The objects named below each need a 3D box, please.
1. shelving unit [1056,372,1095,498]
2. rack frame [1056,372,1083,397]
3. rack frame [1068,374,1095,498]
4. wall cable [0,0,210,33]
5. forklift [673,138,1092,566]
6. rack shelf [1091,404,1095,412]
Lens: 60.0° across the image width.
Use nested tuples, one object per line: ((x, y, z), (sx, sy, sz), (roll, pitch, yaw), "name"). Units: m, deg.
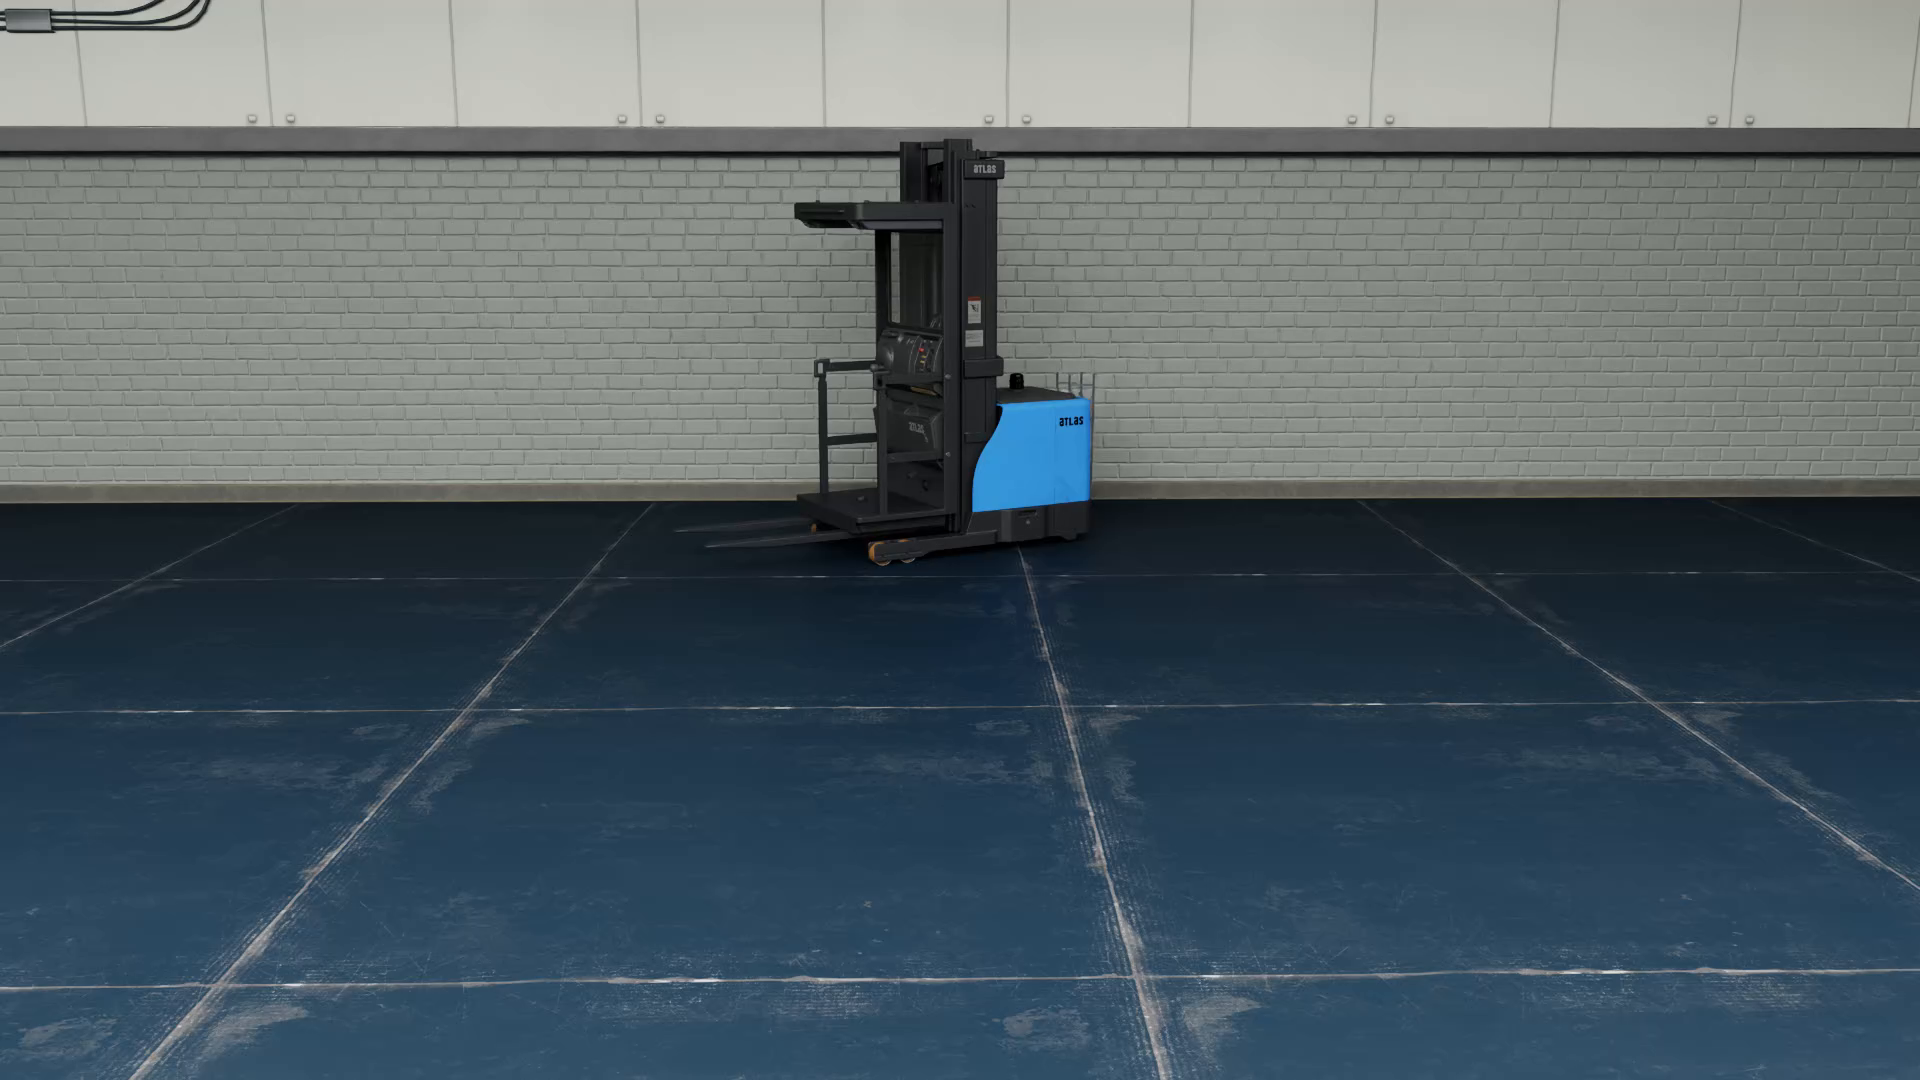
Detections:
((0.885, -0.704, 12.996), (0.258, 1.200, 0.189), (-5, 12, -28), "shelving unit")
((0.842, -0.720, 13.075), (0.240, 1.200, 0.006), (-5, 12, -28), "rack frame")
((0.928, -0.688, 12.917), (0.240, 1.200, 0.006), (-5, 12, -28), "rack frame")
((-7.104, -6.383, 12.837), (2.305, 6.003, 0.169), (0, 11, -1), "wall cable")
((-0.549, -1.376, 11.969), (3.031, 2.935, 1.130), (-6, 13, -28), "forklift")
((0.891, -1.014, 12.937), (0.258, 0.103, 0.180), (-5, 12, -28), "rack shelf")
